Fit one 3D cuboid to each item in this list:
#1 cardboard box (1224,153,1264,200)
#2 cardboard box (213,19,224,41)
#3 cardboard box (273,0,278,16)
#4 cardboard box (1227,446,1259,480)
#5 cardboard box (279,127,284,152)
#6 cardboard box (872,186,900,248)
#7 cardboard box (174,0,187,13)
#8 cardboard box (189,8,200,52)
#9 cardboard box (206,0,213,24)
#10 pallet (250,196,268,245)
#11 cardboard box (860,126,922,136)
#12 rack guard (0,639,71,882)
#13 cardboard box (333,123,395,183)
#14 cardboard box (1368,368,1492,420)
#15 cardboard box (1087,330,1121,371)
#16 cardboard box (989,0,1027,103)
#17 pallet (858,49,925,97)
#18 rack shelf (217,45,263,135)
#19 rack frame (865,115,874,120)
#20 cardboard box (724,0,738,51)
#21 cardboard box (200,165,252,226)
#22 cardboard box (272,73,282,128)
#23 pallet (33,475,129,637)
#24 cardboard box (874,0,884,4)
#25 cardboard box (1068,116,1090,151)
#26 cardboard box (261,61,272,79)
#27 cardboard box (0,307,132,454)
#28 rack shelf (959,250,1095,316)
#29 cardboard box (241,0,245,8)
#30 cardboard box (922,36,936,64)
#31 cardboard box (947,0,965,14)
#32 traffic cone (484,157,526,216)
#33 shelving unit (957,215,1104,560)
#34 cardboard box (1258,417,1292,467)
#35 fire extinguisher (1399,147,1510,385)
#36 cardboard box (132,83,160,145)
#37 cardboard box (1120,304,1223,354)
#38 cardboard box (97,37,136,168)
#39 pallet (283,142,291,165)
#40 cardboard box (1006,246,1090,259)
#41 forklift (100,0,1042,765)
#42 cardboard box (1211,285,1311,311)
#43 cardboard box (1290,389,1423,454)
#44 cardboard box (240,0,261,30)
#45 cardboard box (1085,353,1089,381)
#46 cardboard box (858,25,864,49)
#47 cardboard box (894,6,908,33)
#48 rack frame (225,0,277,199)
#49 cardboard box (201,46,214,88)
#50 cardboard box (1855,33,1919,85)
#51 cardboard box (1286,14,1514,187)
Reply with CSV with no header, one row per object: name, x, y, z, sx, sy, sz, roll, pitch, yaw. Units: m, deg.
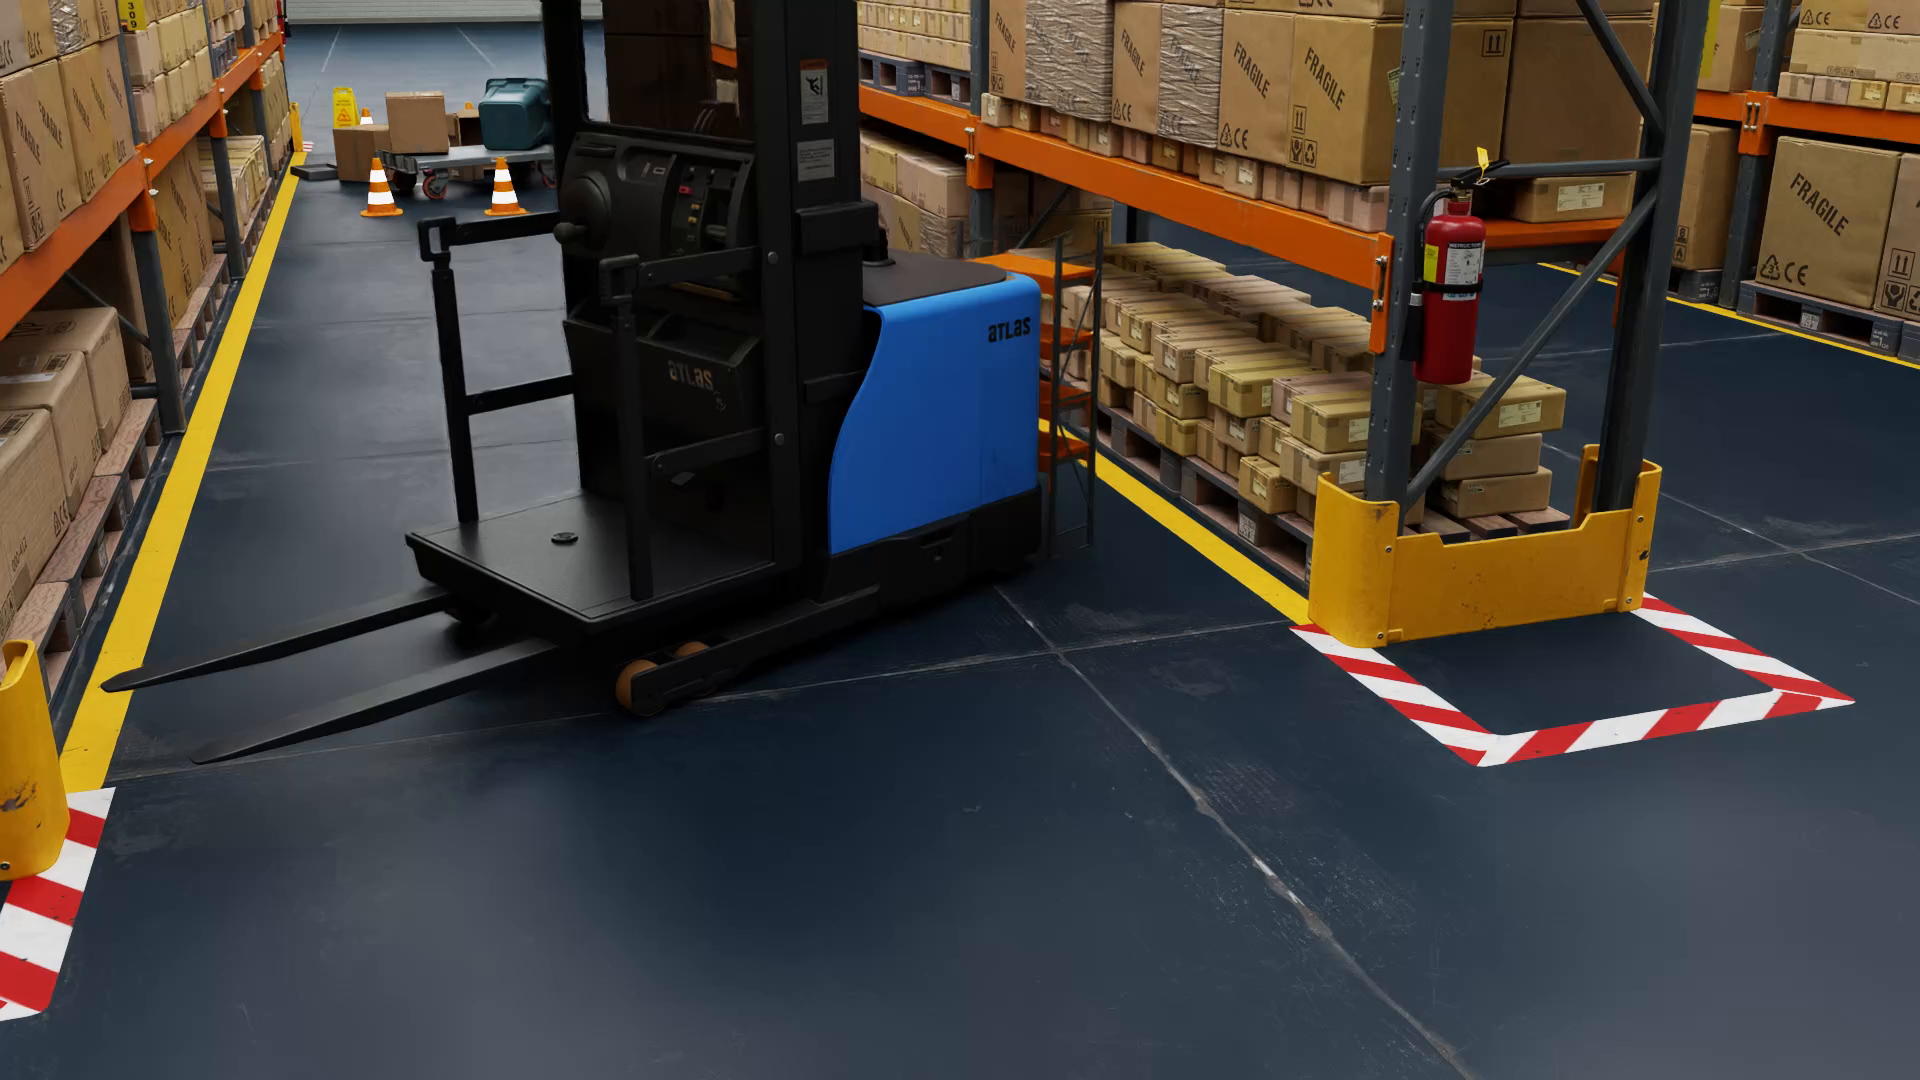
cardboard box,1.195,-1.342,6.088,0.380,0.149,0.250,-6,21,-16
cardboard box,-5.470,-3.634,11.846,0.380,0.149,0.250,-6,21,-17
cardboard box,-7.461,-5.762,17.434,0.500,0.500,0.500,-7,21,-18
cardboard box,1.262,-0.312,6.445,0.380,0.149,0.250,-6,21,-17
cardboard box,-6.912,-3.898,16.278,0.500,0.250,0.500,-7,21,-18
cardboard box,-0.243,-1.989,10.594,0.500,0.500,0.500,-7,21,-18
cardboard box,-4.649,-3.208,9.285,0.500,0.500,0.500,-6,21,-17
cardboard box,-4.820,-3.025,9.883,0.500,0.250,0.500,-7,21,-19
cardboard box,-5.300,-3.706,11.089,0.500,0.500,0.500,-7,21,-19
pallet,-6.002,-2.482,13.015,1.003,0.211,1.213,-6,21,-17
cardboard box,-0.565,-2.676,11.395,0.500,0.250,0.500,-7,21,-18
rack guard,-2.856,0.599,4.010,1.175,0.500,0.348,-6,21,-17
cardboard box,-5.681,-3.750,16.113,0.500,0.500,0.500,8,21,20
cardboard box,1.761,-0.560,6.254,0.380,0.149,0.250,-6,21,-16
cardboard box,0.797,-0.862,7.534,0.380,0.149,0.250,-7,21,-18
cardboard box,0.463,-2.429,8.153,0.500,0.500,0.500,-7,21,-18
pallet,-0.050,-2.990,10.587,1.003,0.211,1.213,-6,21,-17
rack shelf,-6.007,-3.456,12.665,1.077,0.370,4.000,-6,21,-17
rack frame,-0.711,-3.711,12.311,1.000,3.000,0.127,-6,21,-17
cardboard box,-1.744,-4.522,14.420,0.500,0.500,0.500,-6,21,-17
cardboard box,-5.786,-2.532,12.295,0.950,0.372,0.625,-7,21,-18
cardboard box,-6.905,-4.248,16.143,0.500,0.500,0.500,-5,20,-14
pallet,-3.569,0.088,5.860,1.003,0.211,1.213,-6,21,-17
cardboard box,-0.335,-3.480,10.538,0.380,0.149,0.250,-6,21,-16
cardboard box,0.707,-1.853,7.509,0.380,0.149,0.250,-6,21,-16
cardboard box,-6.710,-4.427,15.683,0.380,0.149,0.250,-6,20,-15
cardboard box,-4.026,-0.648,6.953,0.875,0.438,0.875,-7,21,-18
rack shelf,0.251,-0.949,6.116,0.480,0.148,0.258,19,26,42
cardboard box,-6.272,-4.697,13.848,0.500,0.500,0.500,-7,21,-18
cardboard box,-0.004,-2.857,9.685,0.380,0.149,0.250,-7,21,-20
cardboard box,0.150,-2.981,9.149,0.380,0.149,0.250,-7,21,-19
traffic cone,-3.876,-3.007,14.102,0.336,0.463,0.334,-6,21,-17
shelving unit,0.248,-0.578,6.247,0.503,1.200,0.258,19,26,42
cardboard box,1.336,-0.368,6.161,0.380,0.149,0.250,-7,21,-18
fire extinguisher,1.445,-0.802,4.878,0.296,0.674,0.183,-6,21,-17
cardboard box,-4.009,-1.968,7.680,0.500,0.250,0.500,-7,21,-18
cardboard box,0.925,-0.927,7.275,0.380,0.149,0.250,-6,21,-17
cardboard box,-3.733,-1.795,6.827,0.500,0.500,0.500,-6,21,-17
pallet,-7.647,-4.119,17.572,1.003,0.211,1.213,-6,21,-17
cardboard box,0.458,-1.431,8.679,0.380,0.149,0.250,-6,20,-15
forklift,-1.096,-1.050,5.003,1.130,2.935,3.031,19,27,41
cardboard box,1.385,-1.066,7.664,0.380,0.149,0.250,-7,21,-19
cardboard box,1.397,-0.423,5.872,0.380,0.149,0.250,-6,21,-17
cardboard box,-6.509,-4.794,14.739,0.500,0.500,0.500,-6,21,-17
cardboard box,0.812,-0.814,7.842,0.380,0.149,0.250,-7,21,-20
cardboard box,-0.506,-3.366,11.102,0.380,0.149,0.250,-5,20,-15
cardboard box,-0.184,-3.176,10.133,0.380,0.149,0.250,-6,21,-17
rack frame,-6.636,-4.436,14.331,1.000,3.000,0.127,-6,21,-17
cardboard box,-4.973,-2.948,10.407,0.500,0.250,0.500,-7,21,-19
cardboard box,5.337,-2.653,9.147,0.500,0.250,0.500,-6,21,-17
cardboard box,1.418,-1.448,5.422,0.500,0.500,0.500,-6,21,-16
